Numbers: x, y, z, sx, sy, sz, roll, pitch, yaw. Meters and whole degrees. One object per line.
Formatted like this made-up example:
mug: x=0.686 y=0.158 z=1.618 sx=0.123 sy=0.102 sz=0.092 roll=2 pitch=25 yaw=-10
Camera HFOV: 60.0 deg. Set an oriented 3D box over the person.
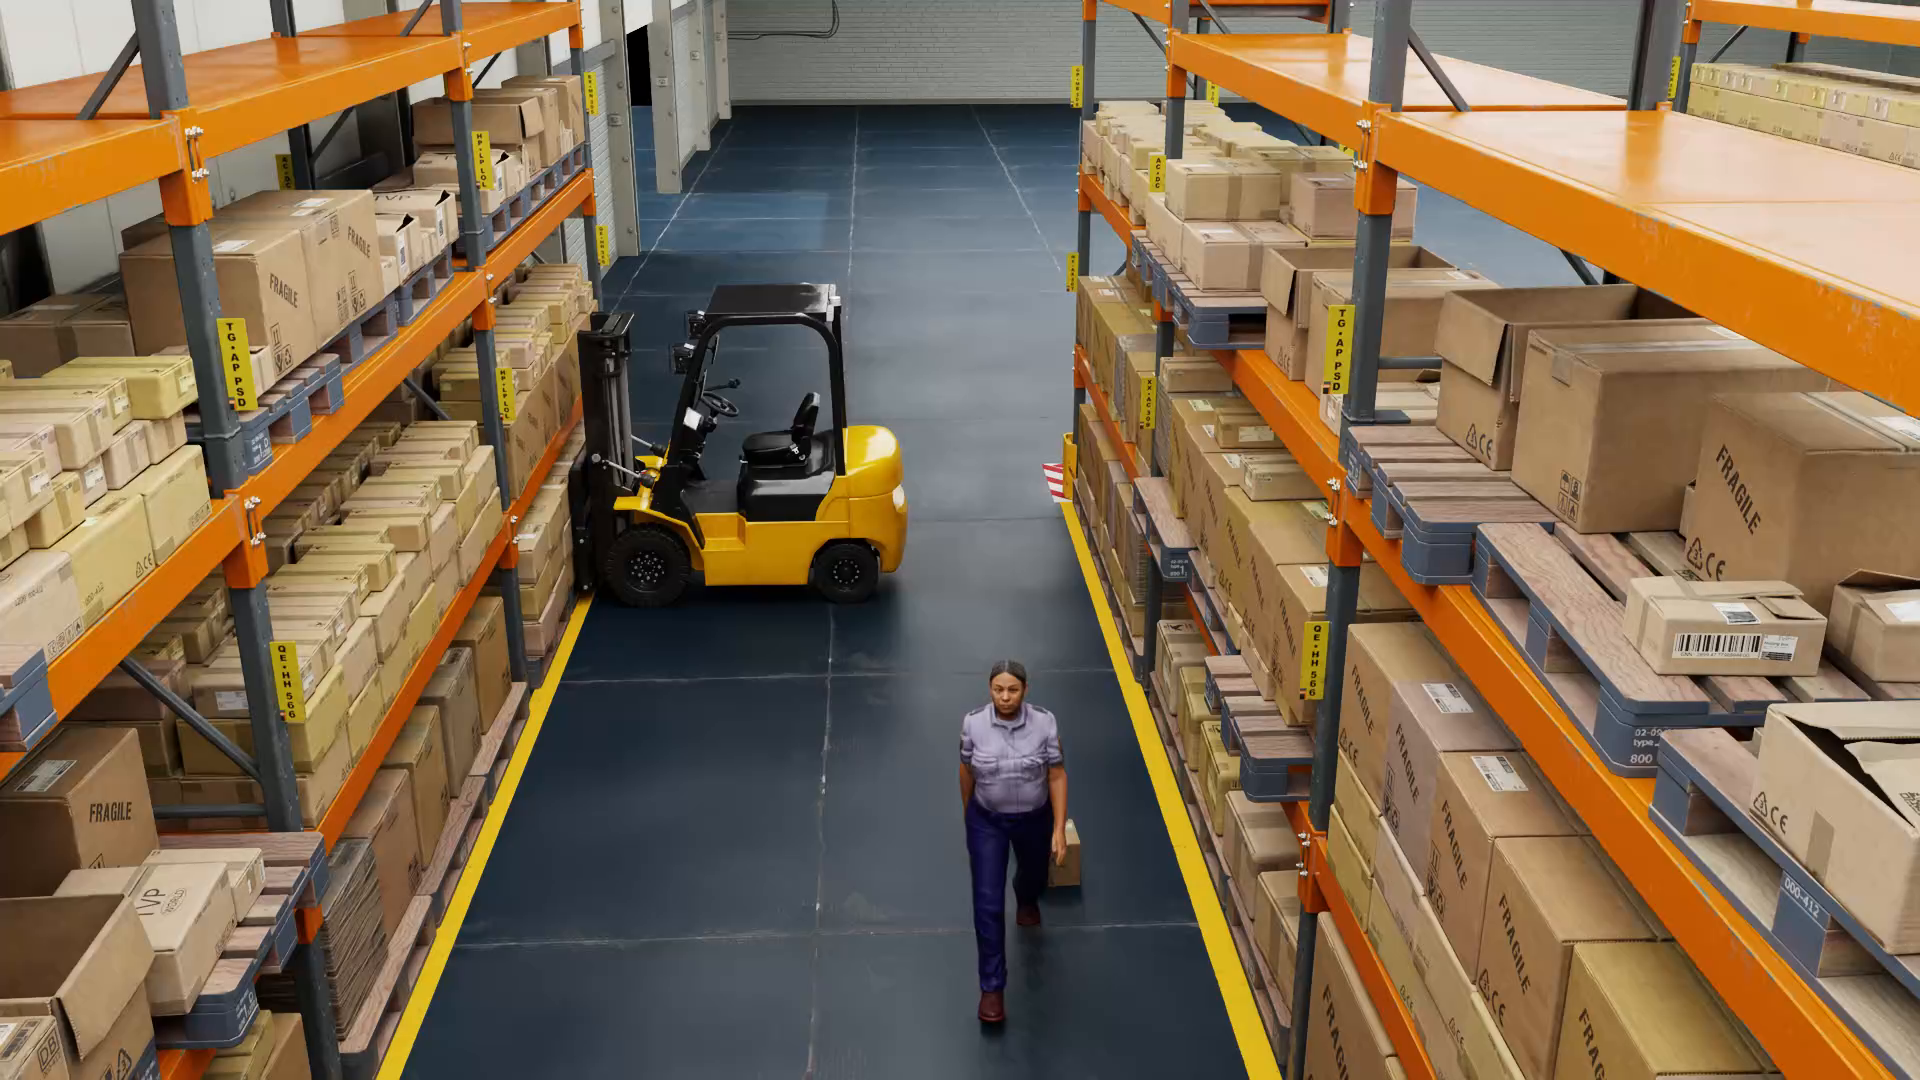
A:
person: x=0.242 y=1.285 z=7.654 sx=0.484 sy=1.598 sz=0.993 roll=-1 pitch=21 yaw=-3
